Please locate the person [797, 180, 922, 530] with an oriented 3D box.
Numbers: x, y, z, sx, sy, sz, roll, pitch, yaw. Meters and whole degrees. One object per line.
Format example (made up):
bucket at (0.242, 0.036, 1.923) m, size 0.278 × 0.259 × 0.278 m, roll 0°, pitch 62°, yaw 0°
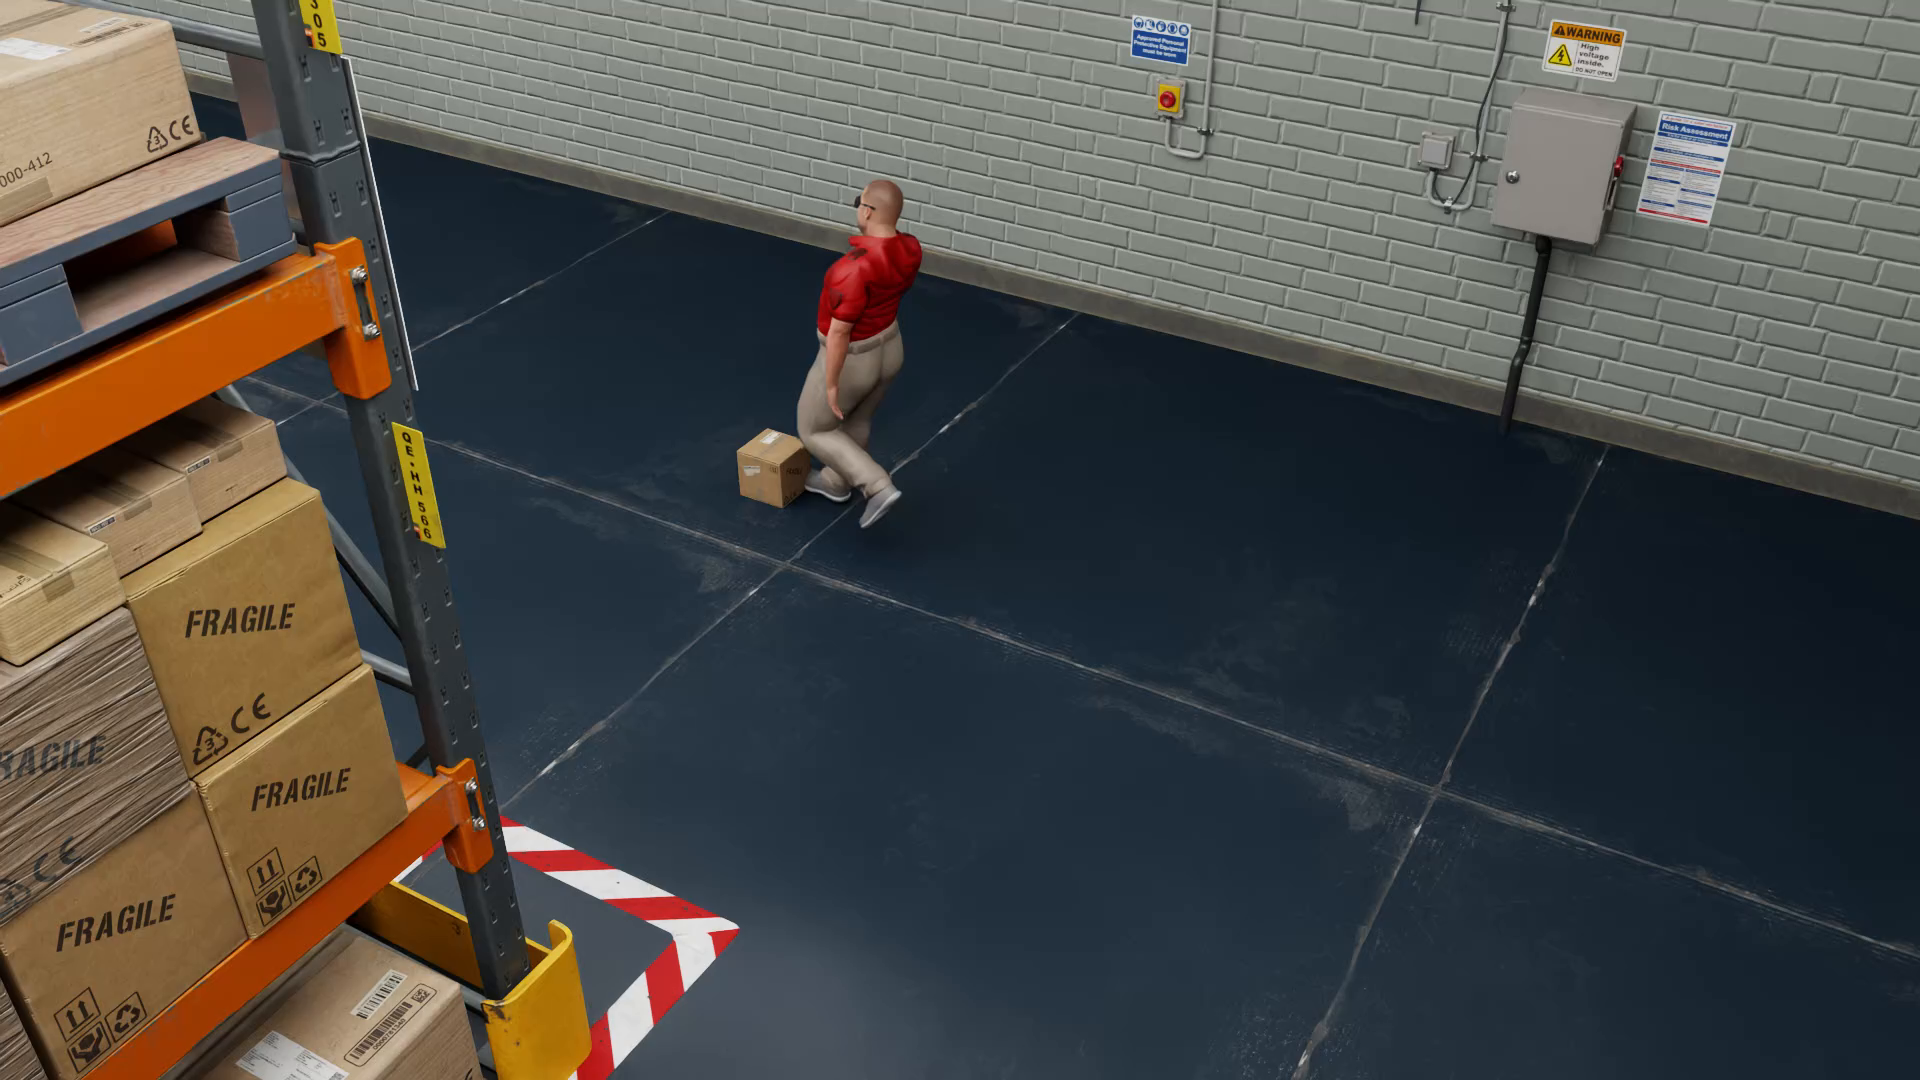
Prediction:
person at (-0.519, -0.837, 7.415) m, size 0.775 × 1.678 × 0.605 m, roll 24°, pitch 41°, yaw 31°
